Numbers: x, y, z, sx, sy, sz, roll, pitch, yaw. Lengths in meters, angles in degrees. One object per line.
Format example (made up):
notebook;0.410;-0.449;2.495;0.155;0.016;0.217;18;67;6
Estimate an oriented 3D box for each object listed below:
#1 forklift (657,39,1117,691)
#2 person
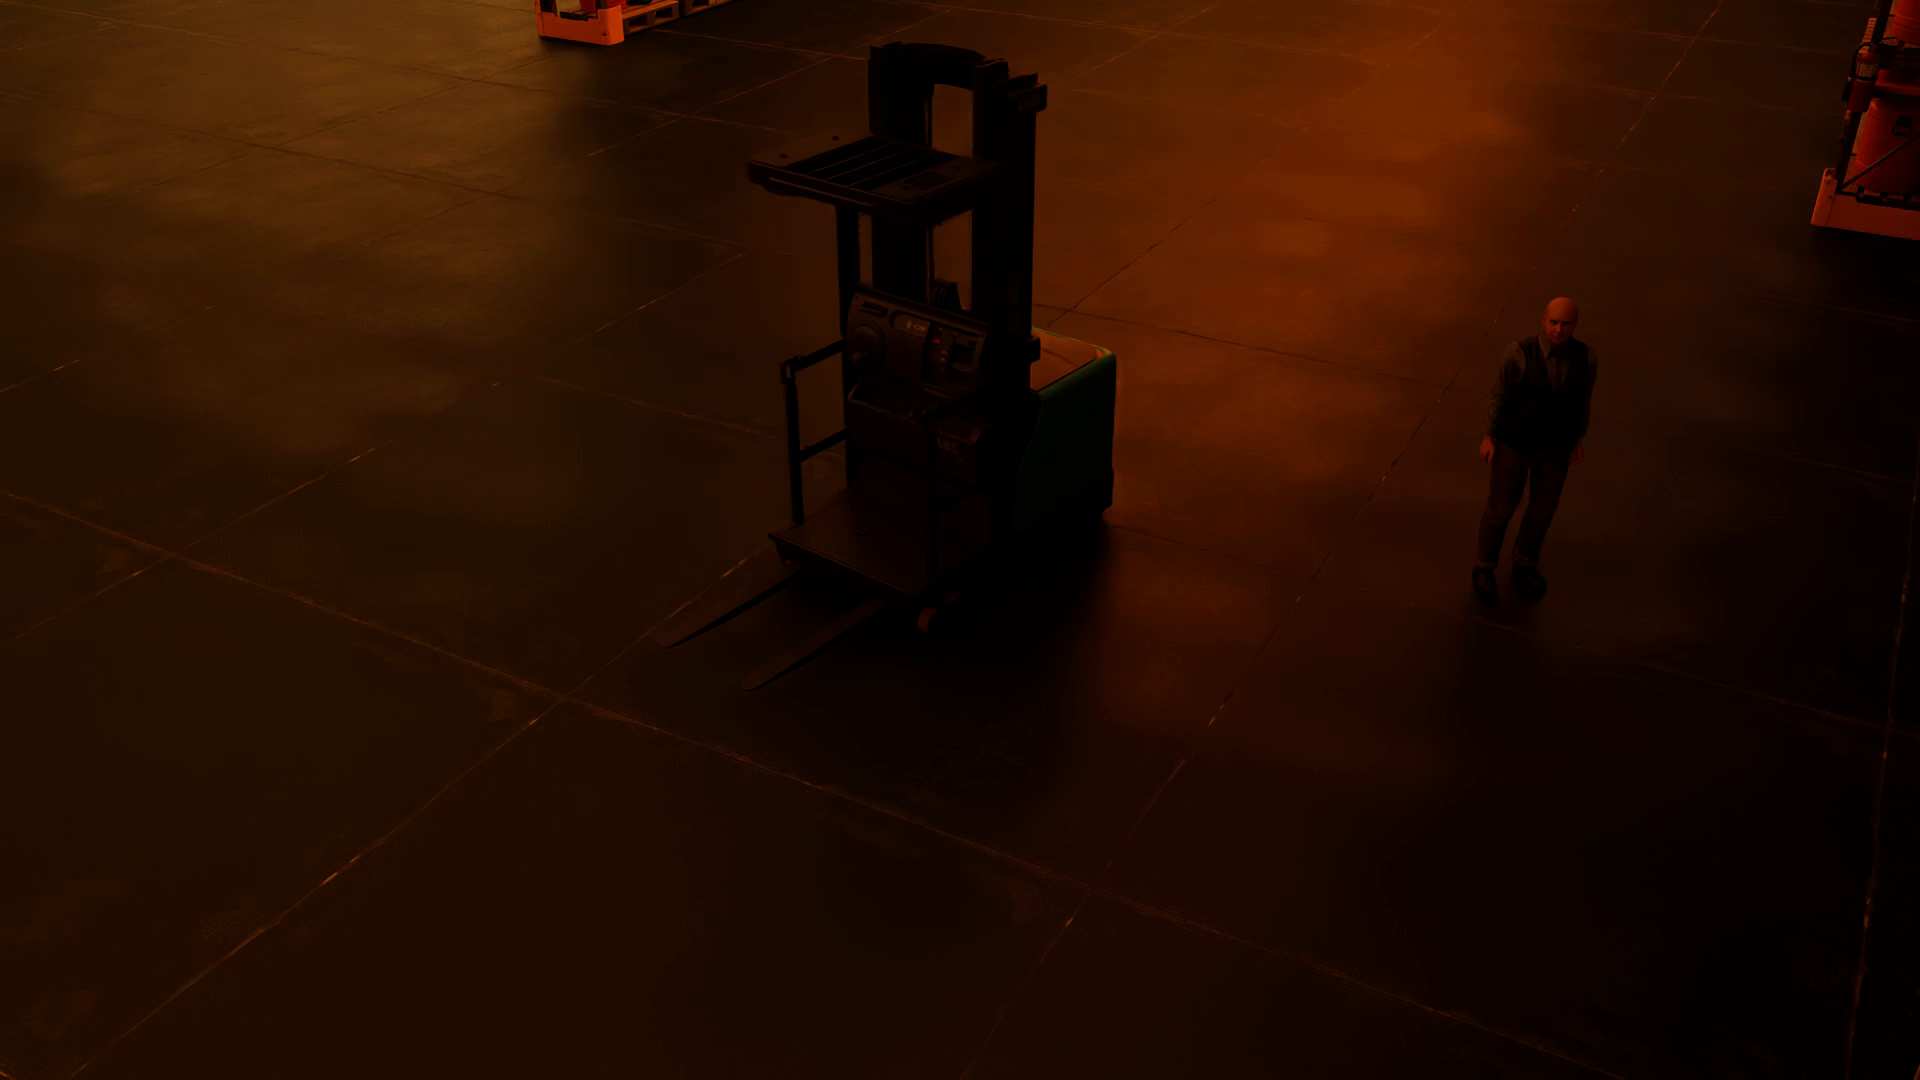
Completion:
forklift;-0.372;-1.023;8.842;1.130;2.935;3.031;22;36;33
person;3.166;-0.508;9.163;0.580;1.725;0.387;-1;30;-1
